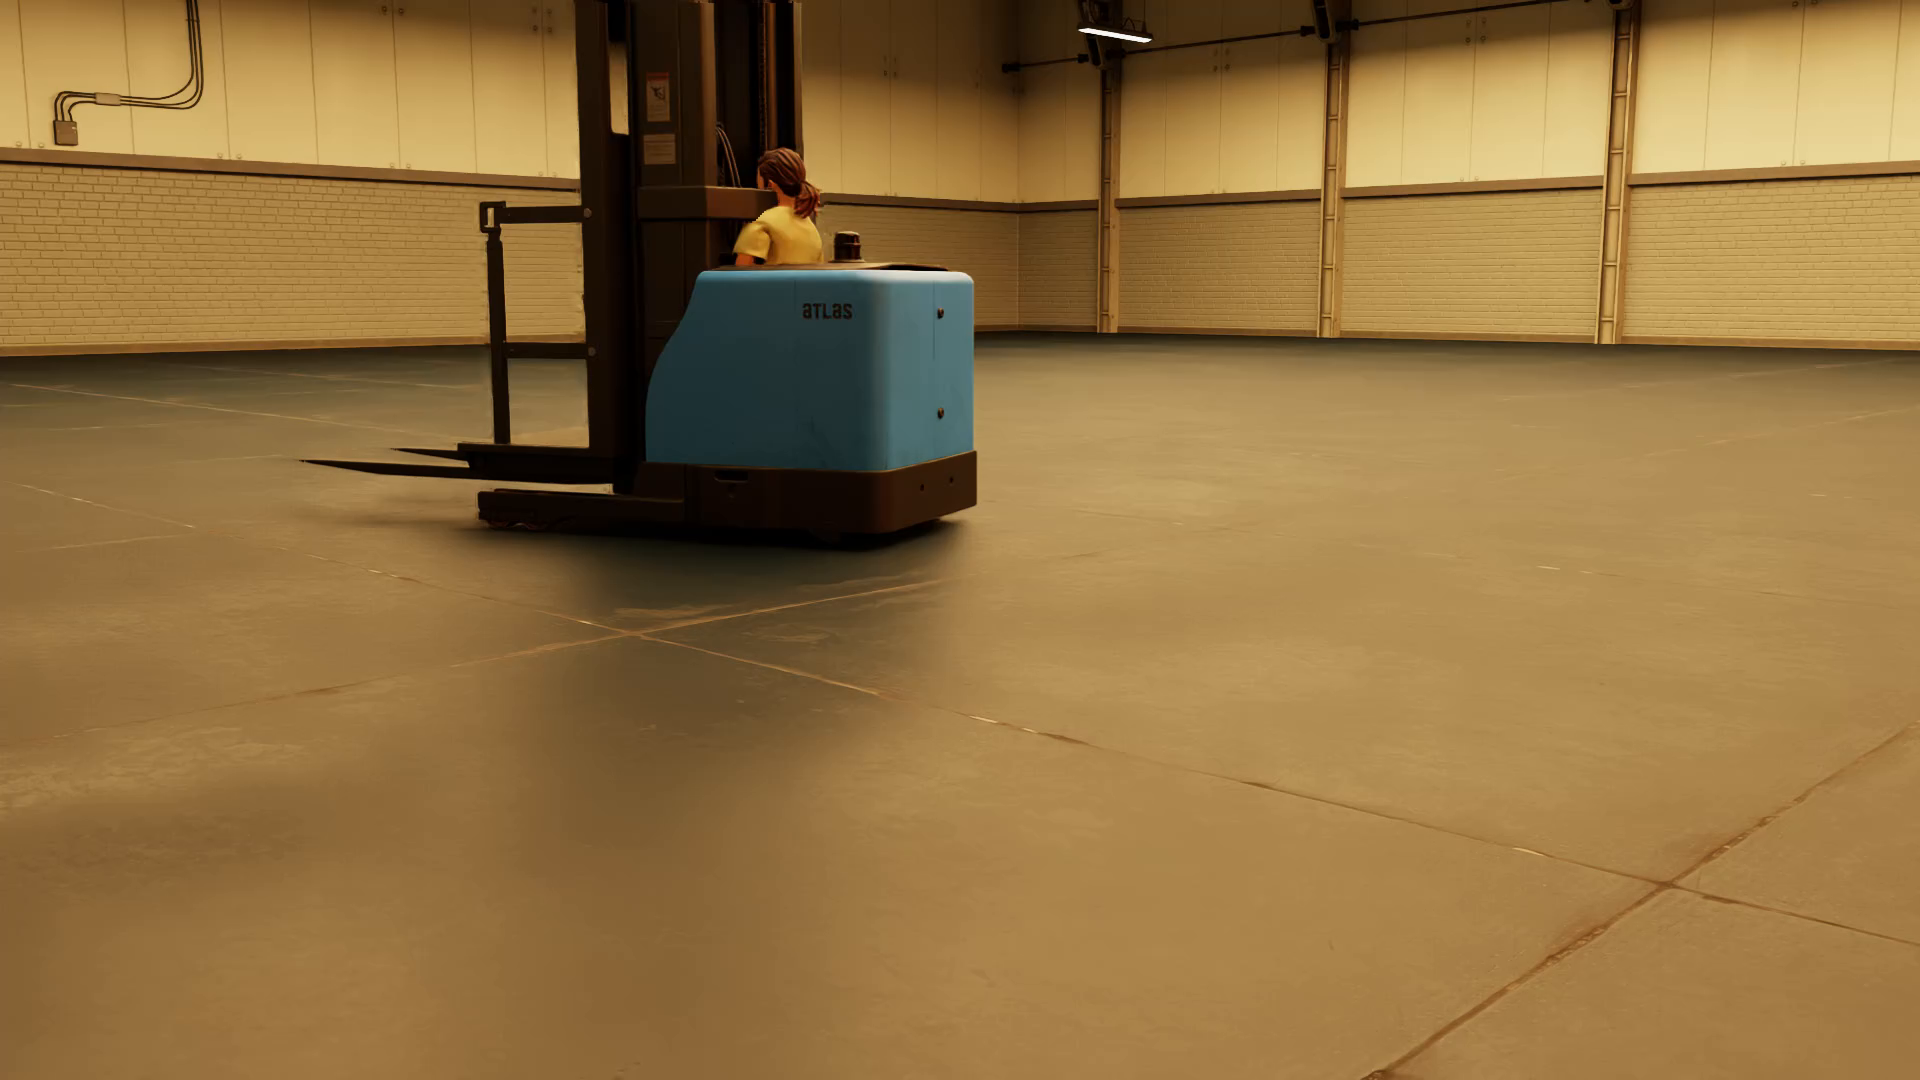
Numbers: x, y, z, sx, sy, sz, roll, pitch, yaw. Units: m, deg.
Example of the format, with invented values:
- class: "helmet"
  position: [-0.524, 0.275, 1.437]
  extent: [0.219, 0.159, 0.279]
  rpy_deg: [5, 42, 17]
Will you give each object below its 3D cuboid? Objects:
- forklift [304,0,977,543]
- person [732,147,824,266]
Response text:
- class: "forklift"
  position: [-1.494, -1.554, 7.196]
  extent: [3.031, 2.935, 1.130]
  rpy_deg: [4, 9, 22]
- class: "person"
  position: [-0.864, -0.908, 7.085]
  extent: [0.700, 1.472, 0.729]
  rpy_deg: [7, 11, 38]
